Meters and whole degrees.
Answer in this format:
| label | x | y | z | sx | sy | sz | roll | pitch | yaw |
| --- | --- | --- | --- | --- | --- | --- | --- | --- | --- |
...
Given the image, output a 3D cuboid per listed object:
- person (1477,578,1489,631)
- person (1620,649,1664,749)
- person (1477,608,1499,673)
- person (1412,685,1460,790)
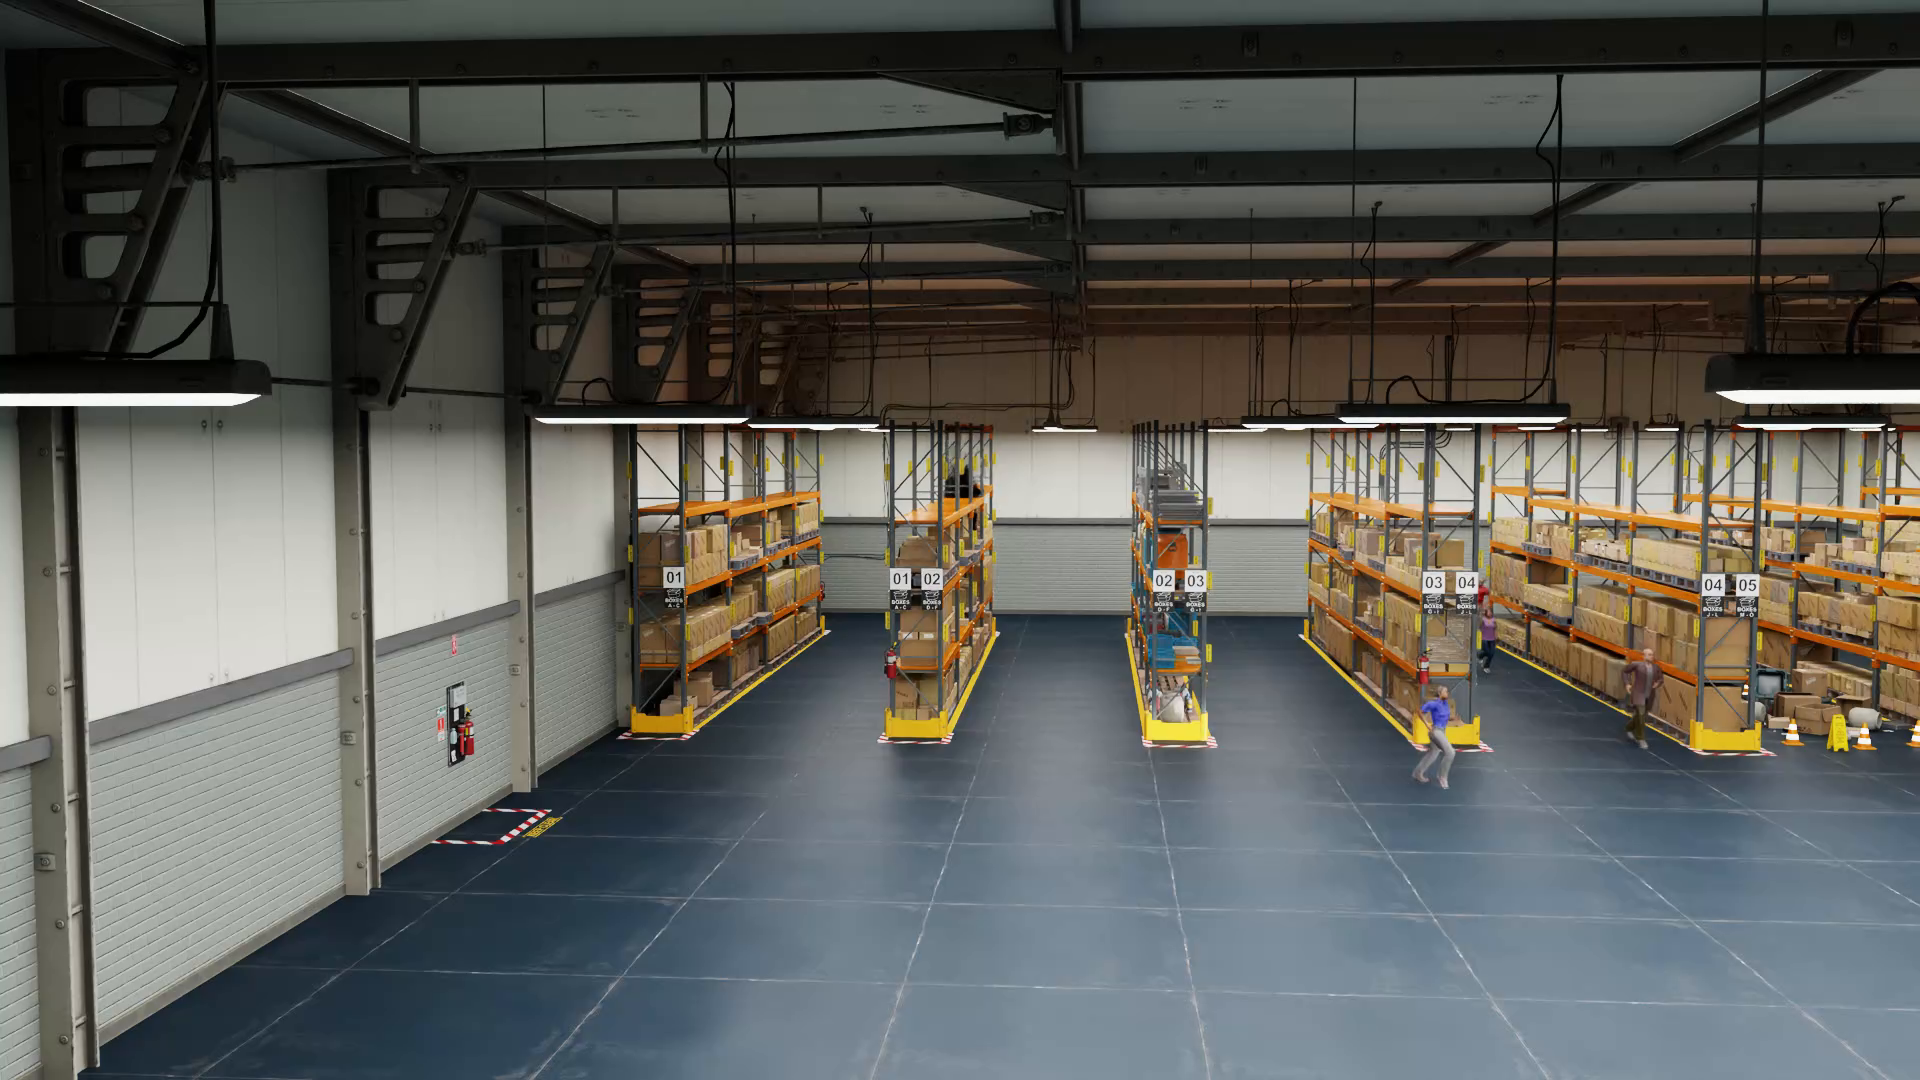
| label | x | y | z | sx | sy | sz | roll | pitch | yaw |
| --- | --- | --- | --- | --- | --- | --- | --- | --- | --- |
| person | 14.728 | 1.882 | 47.647 | 0.937 | 1.659 | 0.836 | 1 | 4 | 13 |
| person | 12.633 | 2.908 | 30.726 | 0.724 | 1.812 | 0.968 | 0 | 4 | -7 |
| person | 12.714 | 2.428 | 40.059 | 0.545 | 1.537 | 0.543 | 0 | 4 | -4 |
| person | 7.749 | 3.200 | 27.089 | 0.780 | 1.689 | 0.556 | 3 | 4 | 35 |
